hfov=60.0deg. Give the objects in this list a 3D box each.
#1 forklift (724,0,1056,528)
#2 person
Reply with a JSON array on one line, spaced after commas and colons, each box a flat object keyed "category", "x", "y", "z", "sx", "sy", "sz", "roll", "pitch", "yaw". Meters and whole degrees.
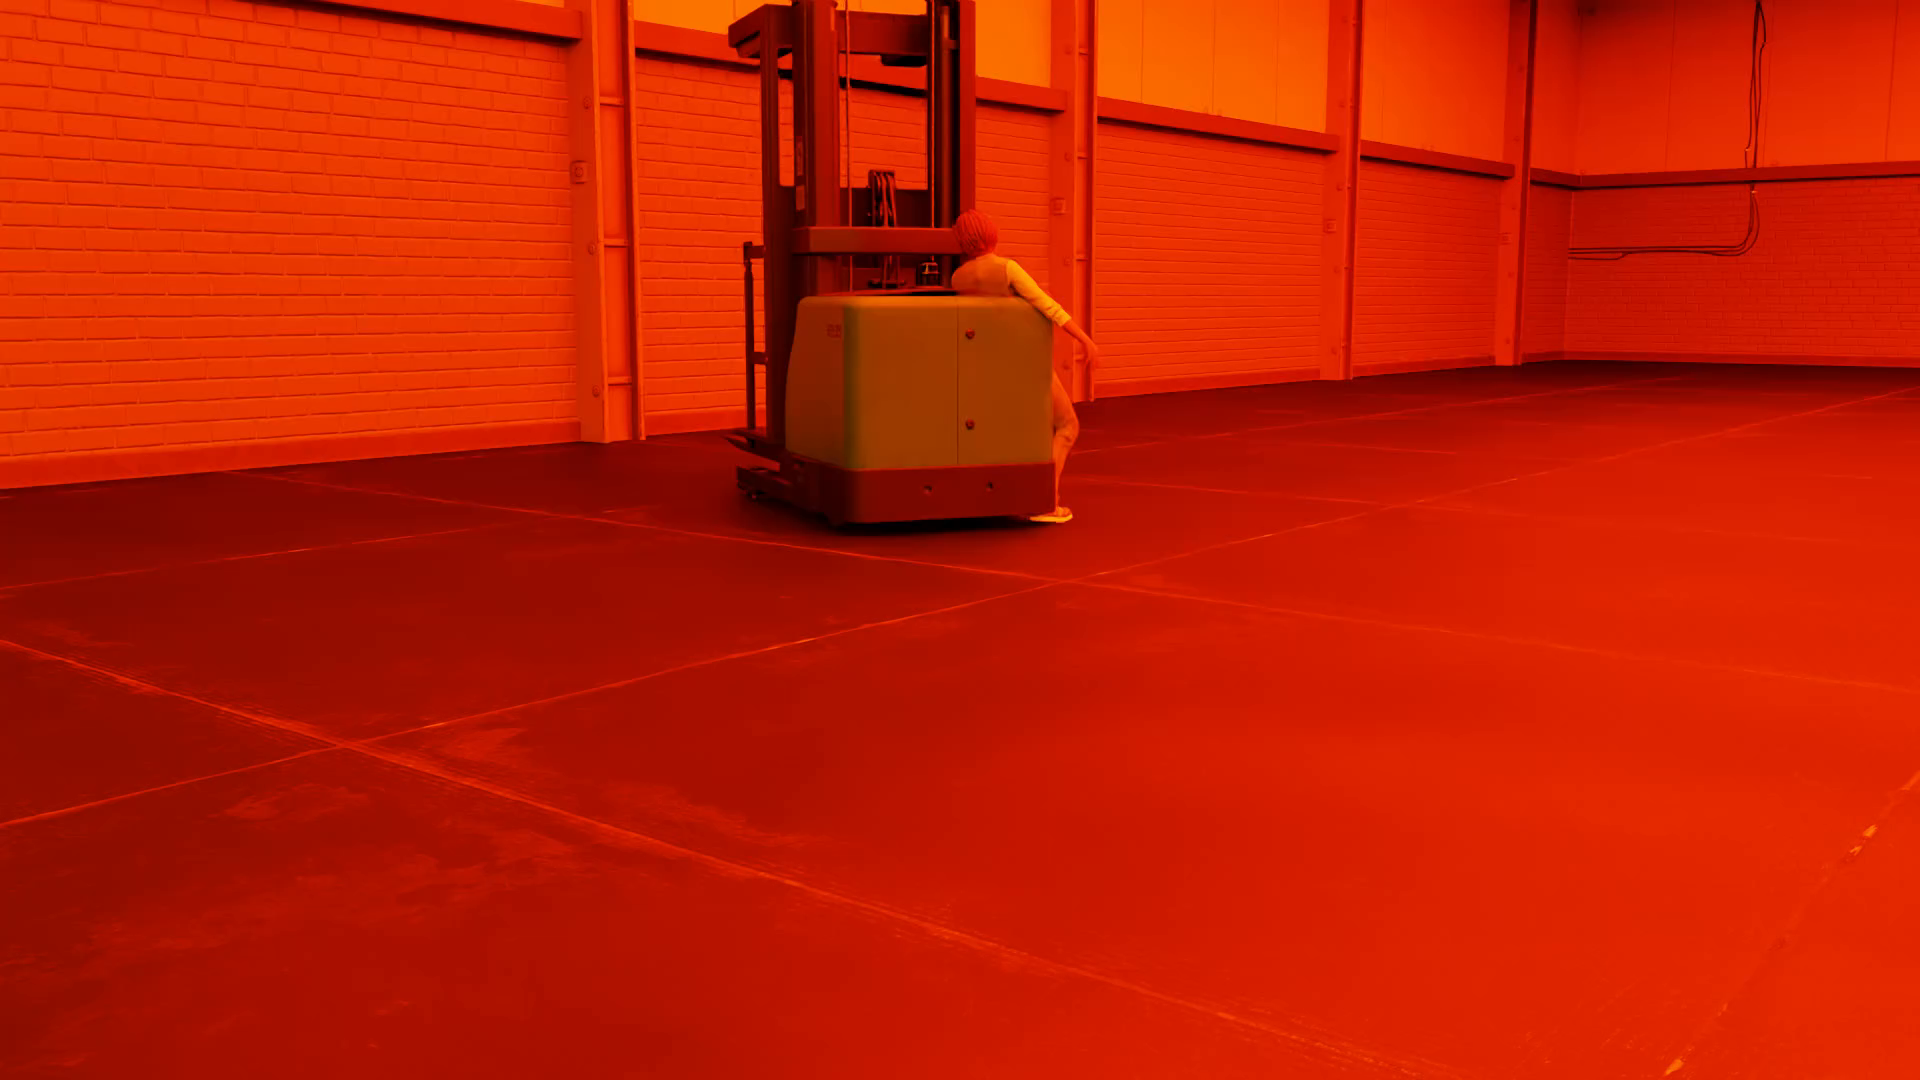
[{"category": "forklift", "x": -0.569, "y": -1.682, "z": 8.773, "sx": 1.130, "sy": 2.935, "sz": 3.031, "roll": -3, "pitch": 9, "yaw": -22}, {"category": "person", "x": 0.292, "y": -0.796, "z": 7.855, "sx": 0.752, "sy": 1.448, "sz": 0.774, "roll": 3, "pitch": 9, "yaw": 21}]
